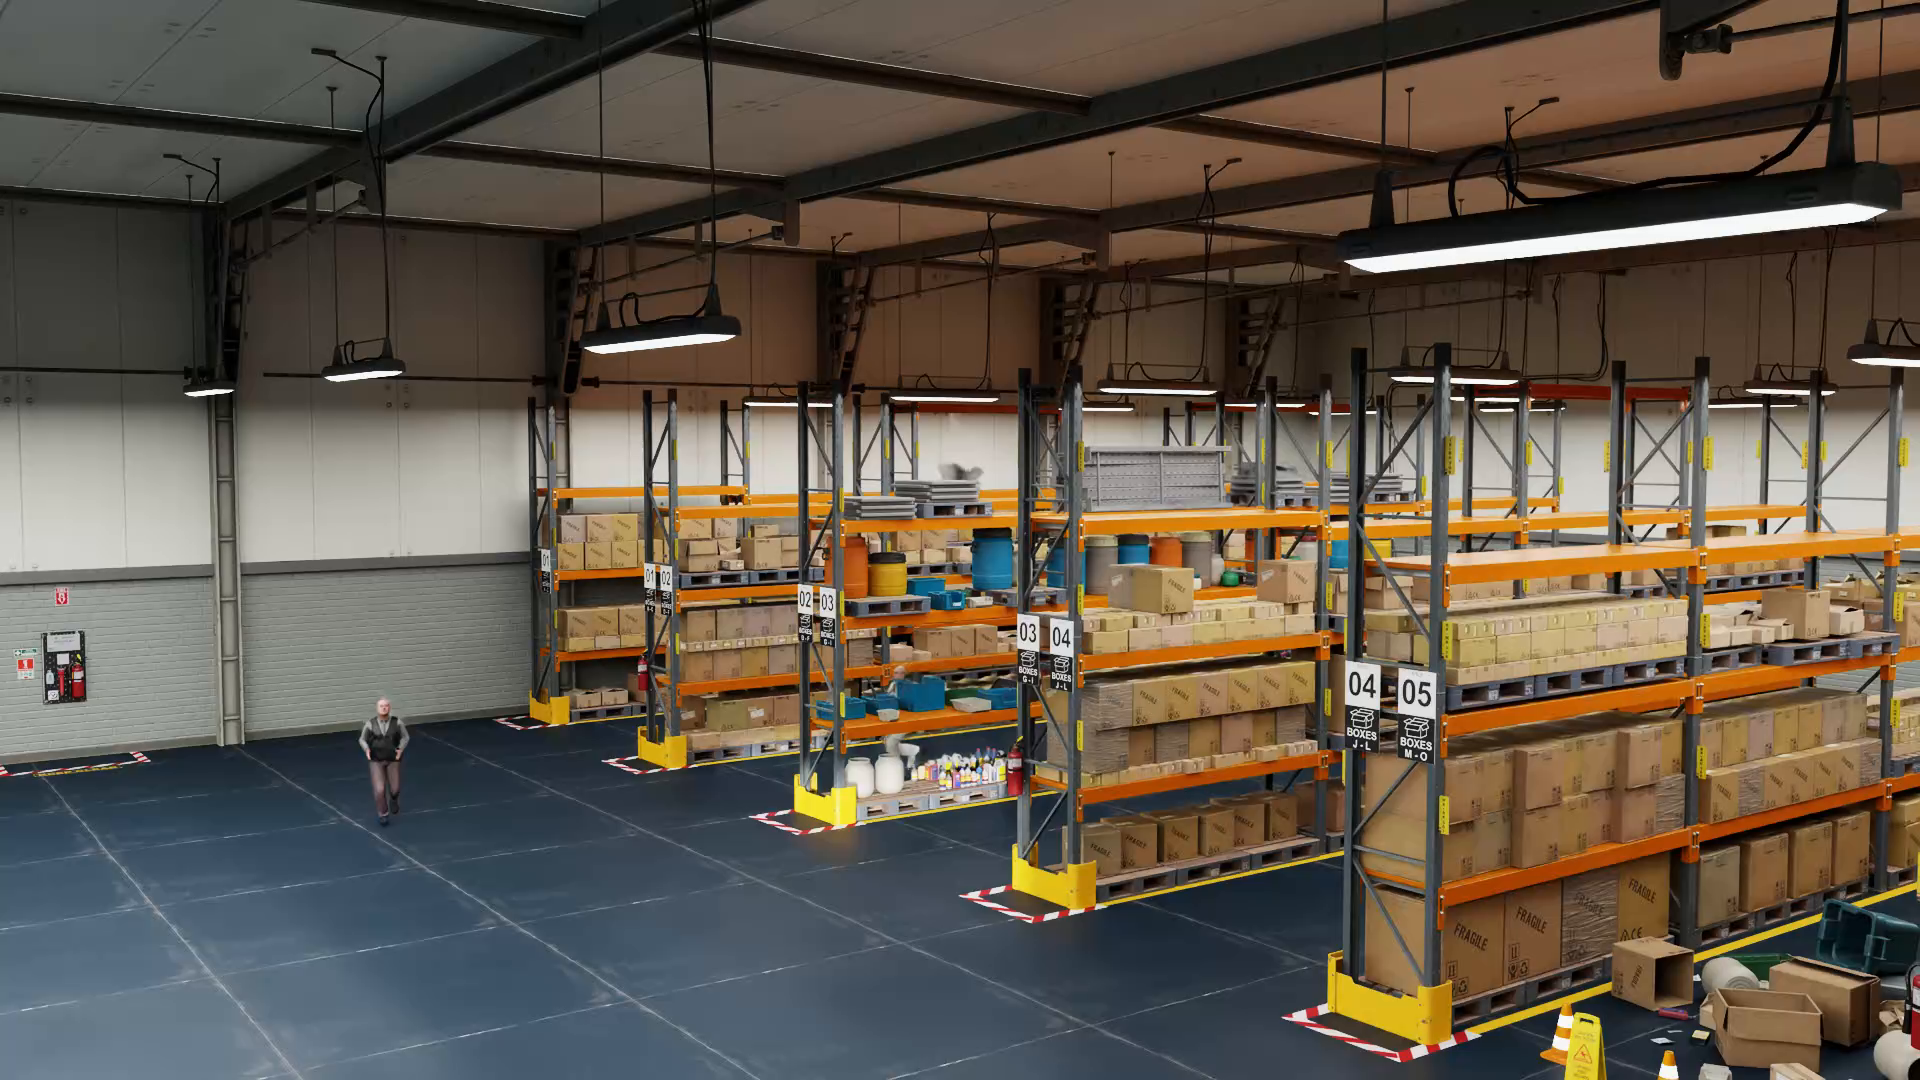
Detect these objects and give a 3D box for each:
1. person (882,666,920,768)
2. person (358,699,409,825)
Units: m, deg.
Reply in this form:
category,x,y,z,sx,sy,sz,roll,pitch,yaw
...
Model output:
category,x,y,z,sx,sy,sz,roll,pitch,yaw
person,-0.905,2.793,25.452,0.799,1.739,0.723,-3,4,-38
person,-7.802,2.996,22.541,0.657,1.670,0.611,-1,4,-19
